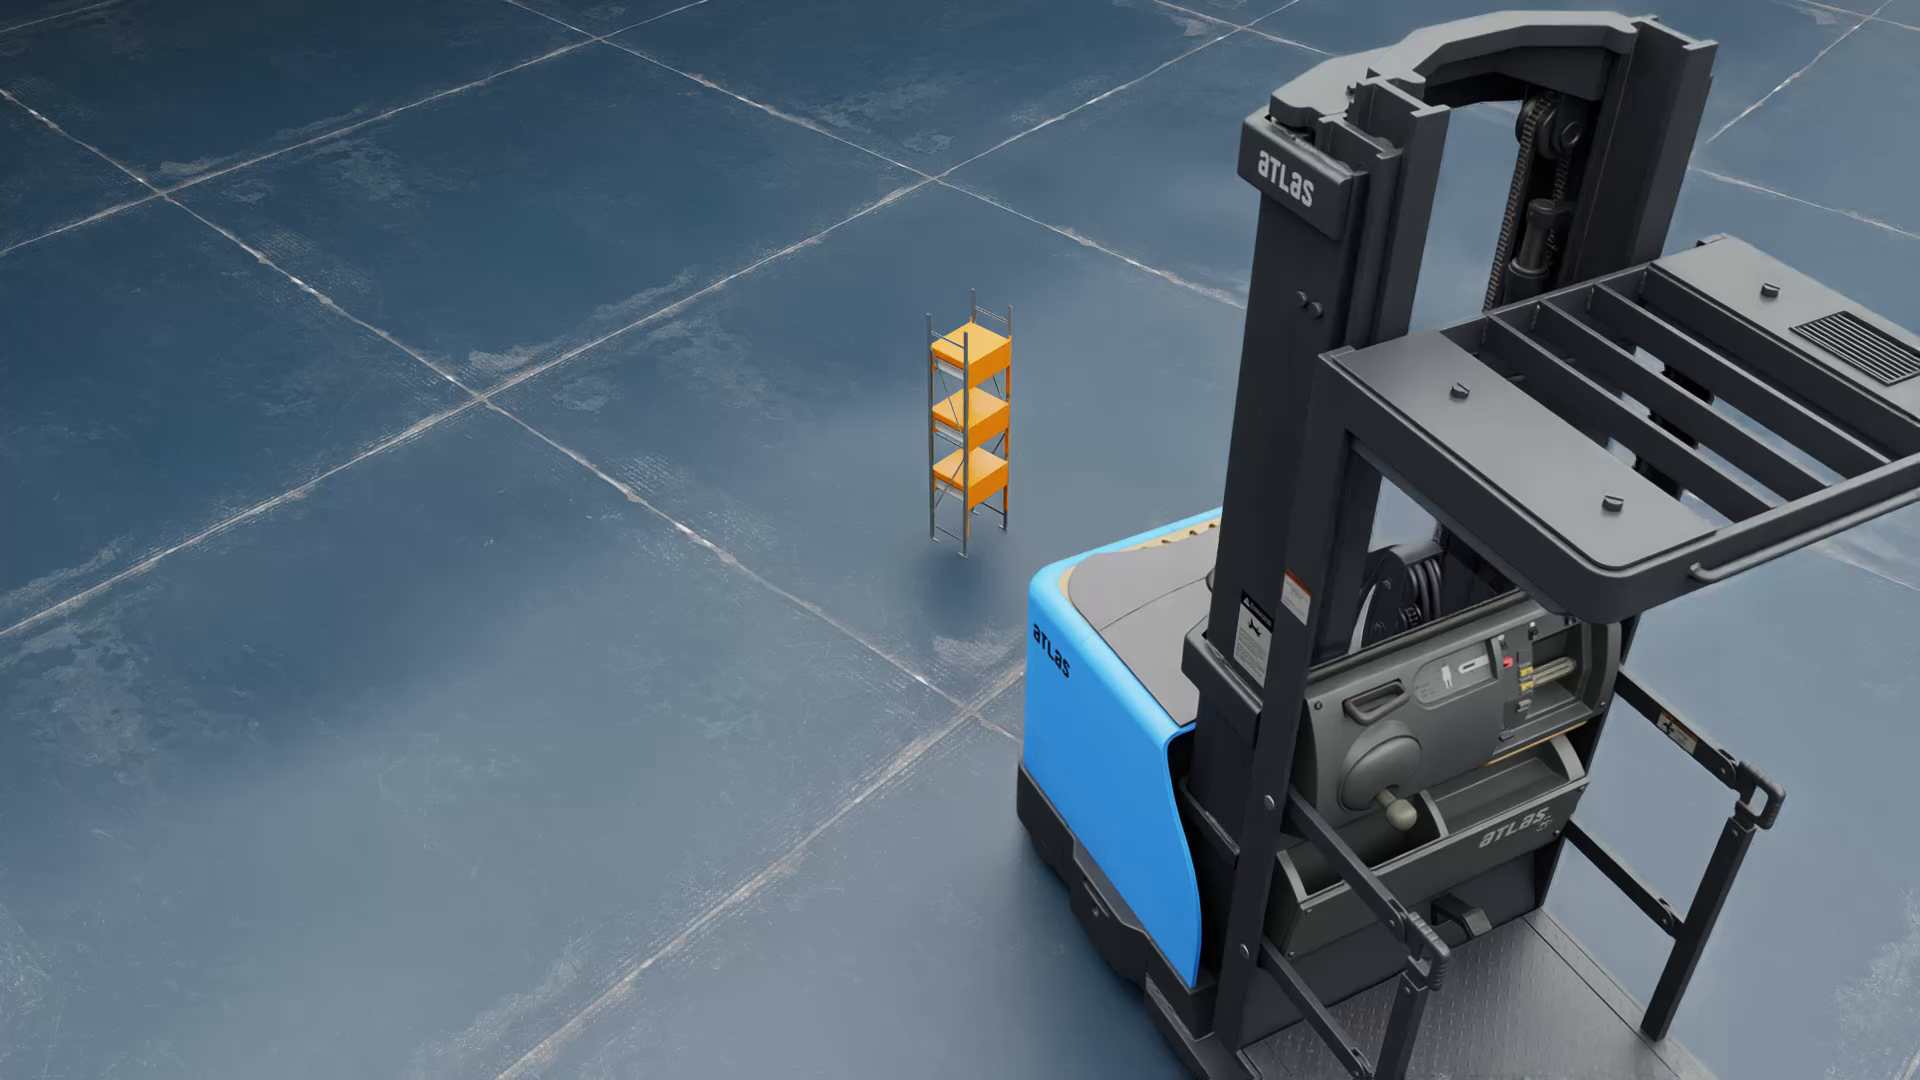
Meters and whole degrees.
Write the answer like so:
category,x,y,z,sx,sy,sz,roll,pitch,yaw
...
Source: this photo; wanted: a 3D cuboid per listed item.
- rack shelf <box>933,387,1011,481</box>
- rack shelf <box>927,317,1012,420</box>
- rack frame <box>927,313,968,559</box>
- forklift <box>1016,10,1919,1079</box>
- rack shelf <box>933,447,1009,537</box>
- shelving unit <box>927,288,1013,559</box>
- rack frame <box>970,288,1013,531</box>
category,x,y,z,sx,sy,sz,roll,pitch,yaw
rack shelf,0.036,-0.427,6.461,0.215,0.259,0.240,30,47,32
rack shelf,0.036,-0.649,6.284,0.215,0.259,0.240,30,47,32
rack frame,-0.046,-0.379,6.384,0.200,1.050,0.008,30,47,32
forklift,1.310,0.461,3.815,1.130,2.935,3.031,-18,42,-21
rack shelf,0.036,-0.210,6.634,0.215,0.259,0.240,30,47,32
shelving unit,0.036,-0.436,6.454,0.215,1.050,0.252,30,47,32
rack frame,0.118,-0.492,6.525,0.200,1.050,0.008,30,47,32
